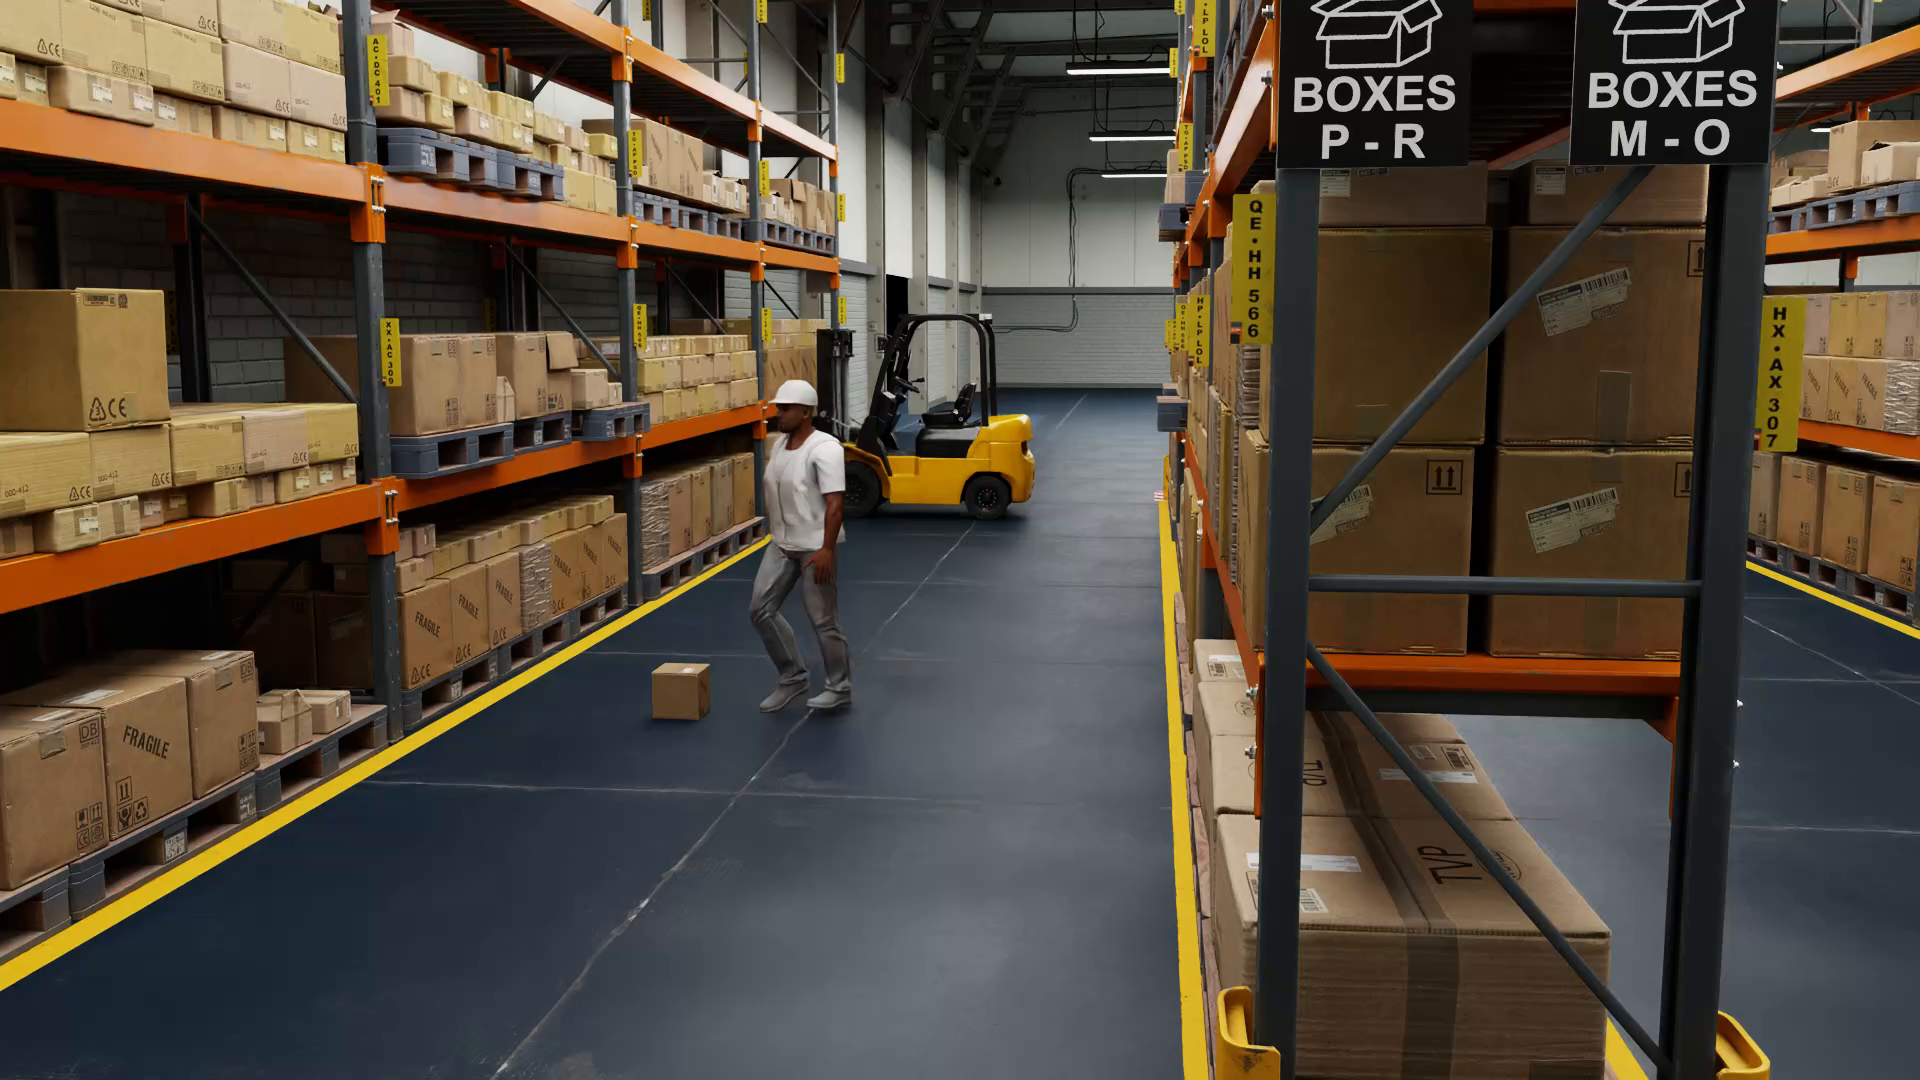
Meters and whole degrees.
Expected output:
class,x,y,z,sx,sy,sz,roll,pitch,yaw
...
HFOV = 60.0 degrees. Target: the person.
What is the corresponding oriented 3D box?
class,x,y,z,sx,sy,sz,roll,pitch,yaw
person,-0.823,0.044,8.807,0.601,1.777,0.513,7,10,41
